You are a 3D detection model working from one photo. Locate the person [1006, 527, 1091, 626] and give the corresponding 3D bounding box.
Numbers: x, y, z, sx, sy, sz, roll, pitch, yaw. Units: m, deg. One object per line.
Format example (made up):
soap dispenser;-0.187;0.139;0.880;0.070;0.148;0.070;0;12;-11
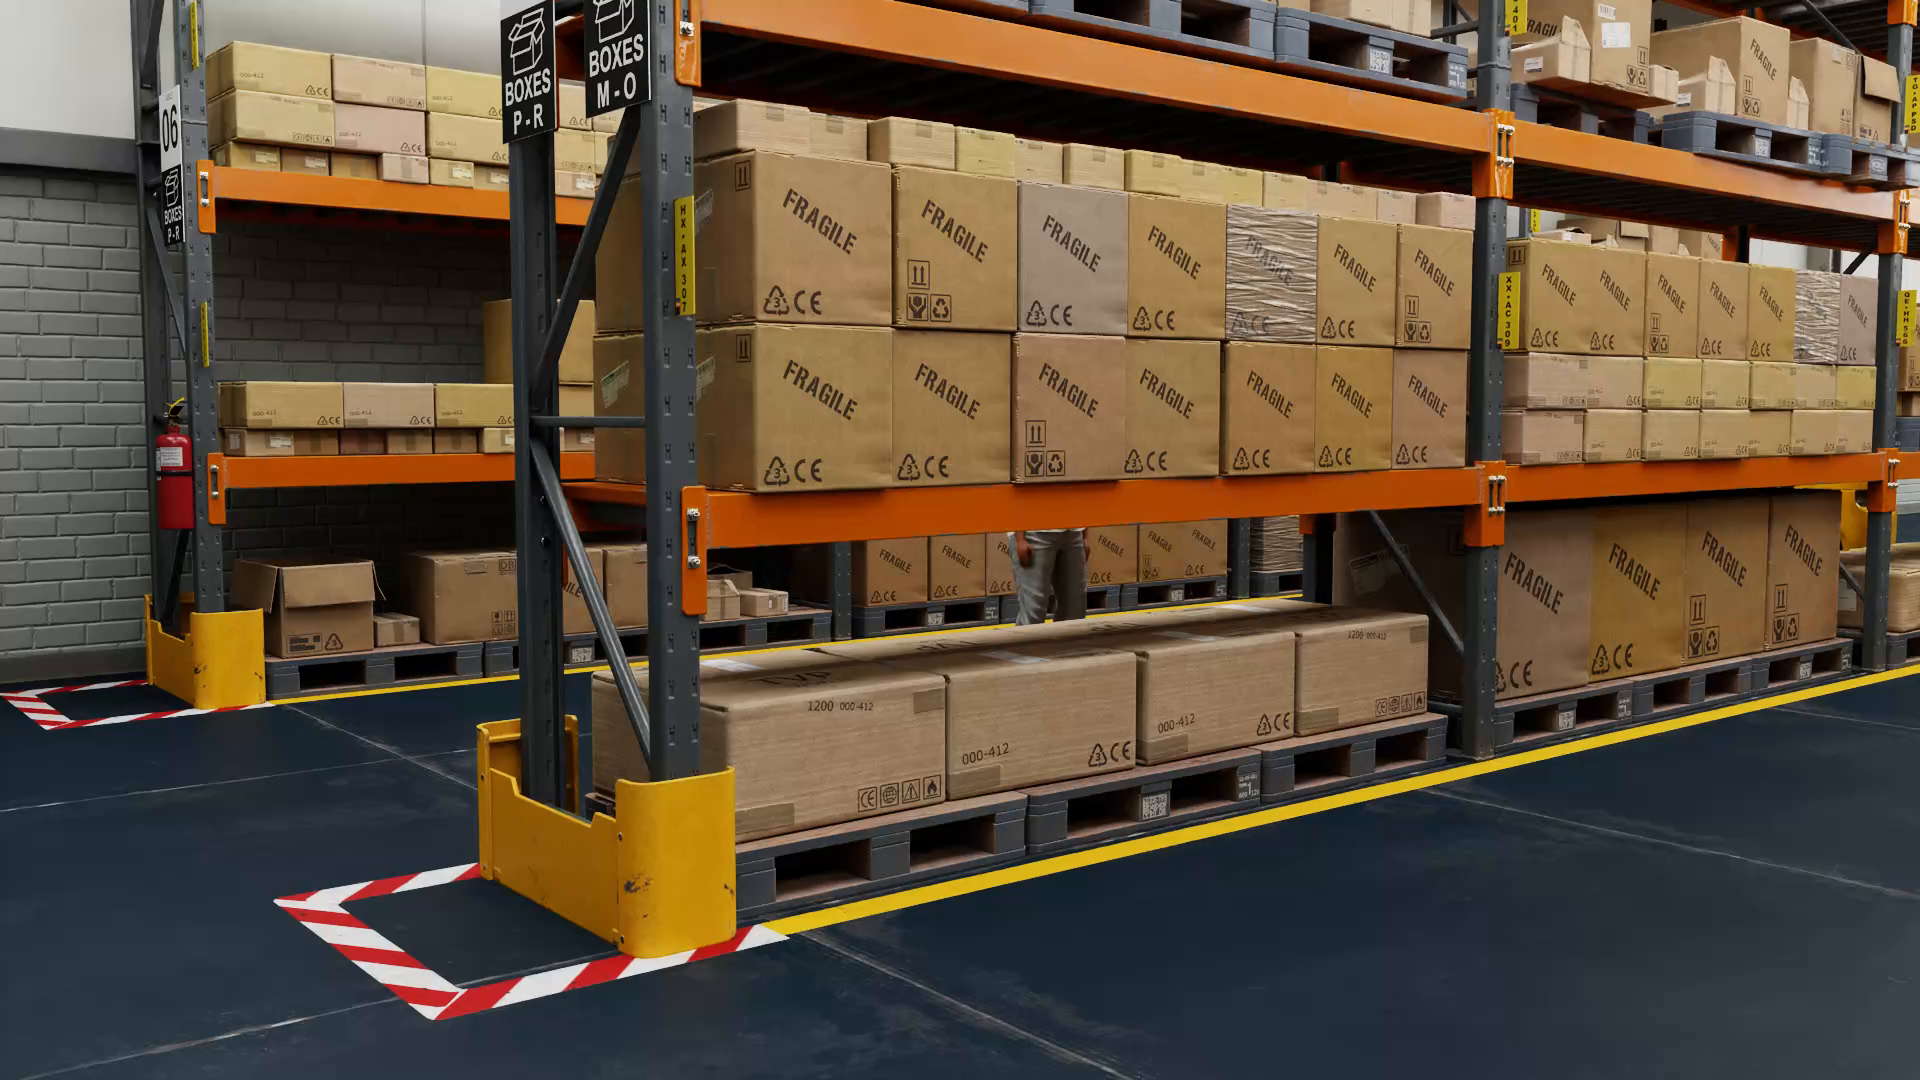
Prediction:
person;0.502;0.012;9.060;0.537;1.665;0.469;-4;6;-38
